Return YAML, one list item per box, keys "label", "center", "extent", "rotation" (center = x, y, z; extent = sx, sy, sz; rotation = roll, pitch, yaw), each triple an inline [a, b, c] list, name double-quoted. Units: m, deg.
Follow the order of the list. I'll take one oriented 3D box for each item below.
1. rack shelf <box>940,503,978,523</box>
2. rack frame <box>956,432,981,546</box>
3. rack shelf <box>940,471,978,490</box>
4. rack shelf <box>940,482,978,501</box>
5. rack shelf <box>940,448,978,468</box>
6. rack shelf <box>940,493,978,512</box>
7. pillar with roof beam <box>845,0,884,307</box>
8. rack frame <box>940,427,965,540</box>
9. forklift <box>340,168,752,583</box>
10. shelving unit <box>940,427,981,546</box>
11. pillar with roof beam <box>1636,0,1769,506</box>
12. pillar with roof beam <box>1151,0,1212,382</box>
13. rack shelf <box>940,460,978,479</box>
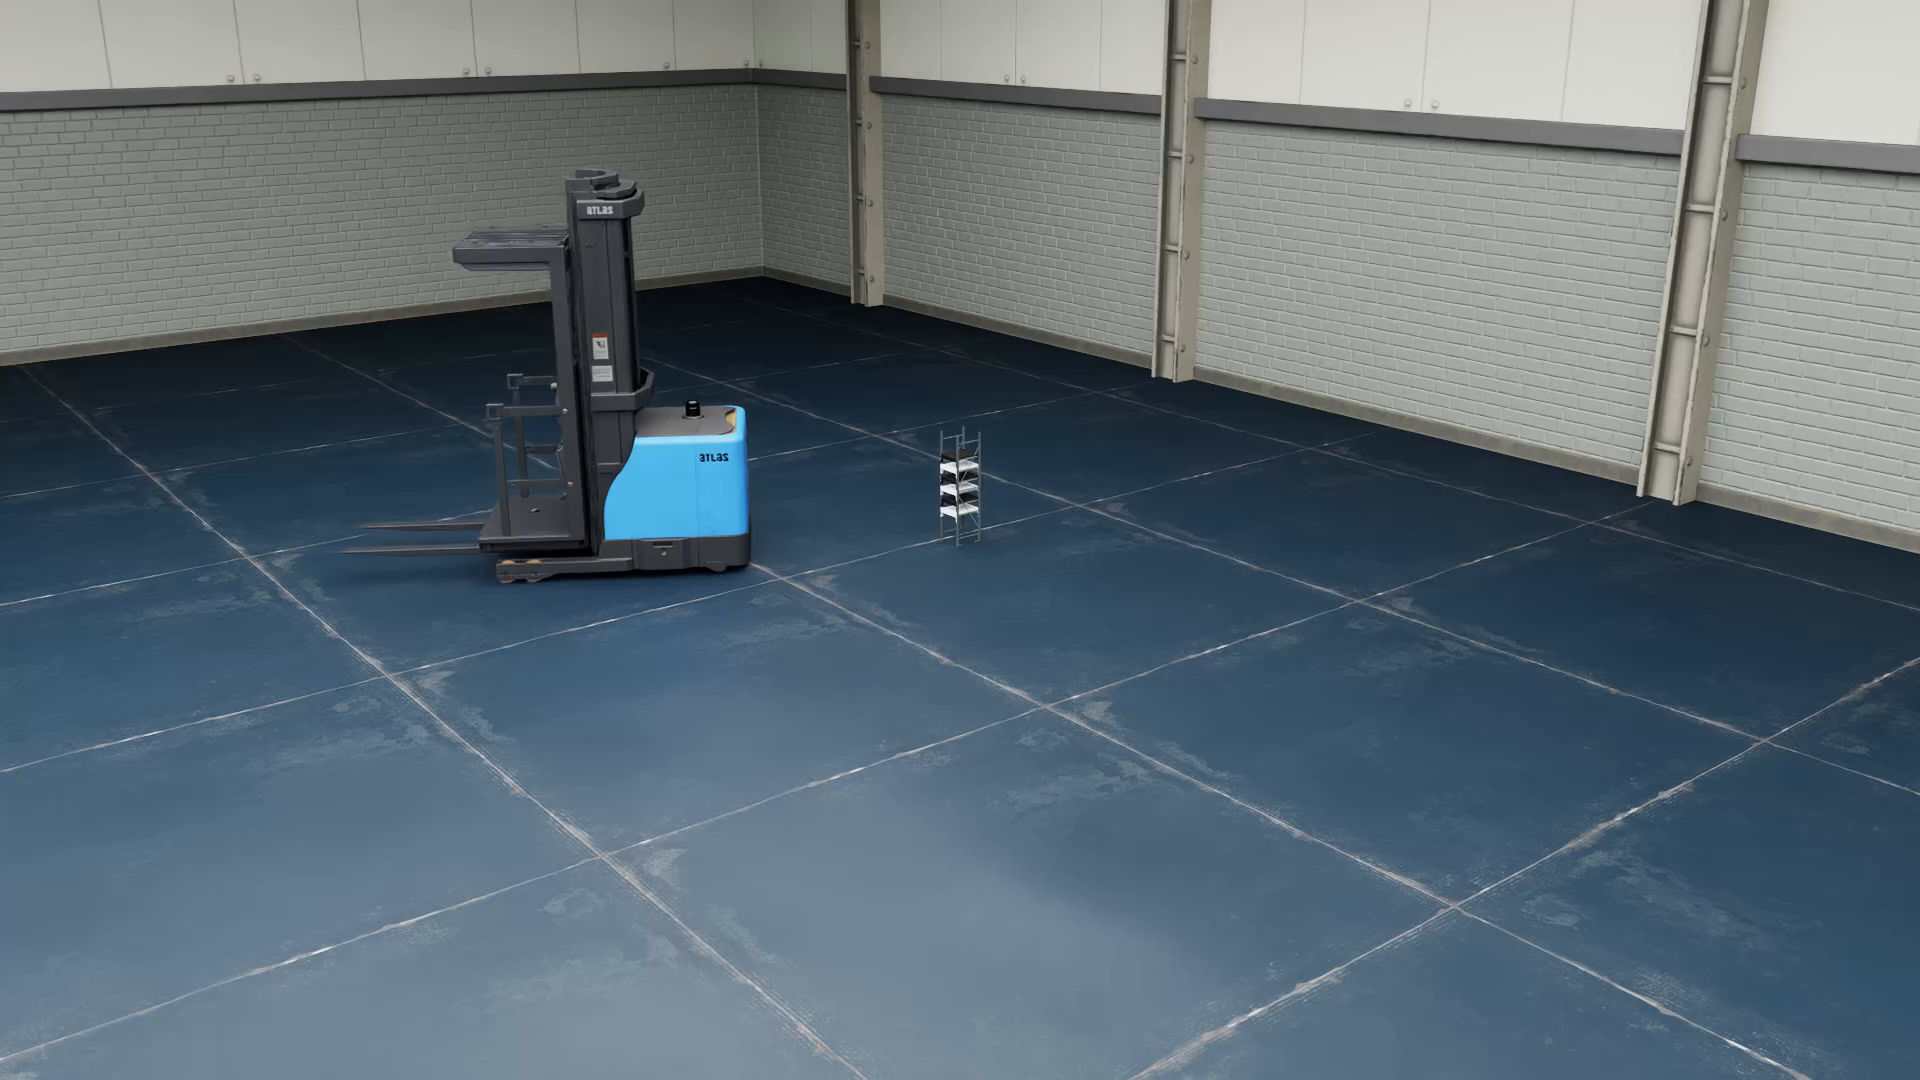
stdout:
- label: "rack shelf"
  center: [0.005, -0.223, 13.282]
  extent: [0.258, 0.077, 0.200]
  rotation: [-14, 23, -36]
- label: "rack frame"
  center: [0.068, -0.400, 13.139]
  extent: [0.240, 0.900, 0.006]
  rotation: [-14, 23, -36]
- label: "rack shelf"
  center: [0.005, -0.479, 13.197]
  extent: [0.258, 0.077, 0.200]
  rotation: [-14, 23, -36]
- label: "rack shelf"
  center: [0.005, -0.394, 13.225]
  extent: [0.258, 0.077, 0.200]
  rotation: [-14, 23, -36]
- label: "rack shelf"
  center: [0.005, -0.650, 13.141]
  extent: [0.258, 0.077, 0.200]
  rotation: [-14, 23, -36]
- label: "rack shelf"
  center: [0.005, -0.308, 13.254]
  extent: [0.258, 0.077, 0.200]
  rotation: [-14, 23, -36]
- label: "pillar with roof beam"
  center: [-4.672, -6.761, 19.465]
  extent: [9.100, 9.000, 0.400]
  rotation: [-14, 23, -36]
- label: "rack frame"
  center: [-0.058, -0.450, 13.291]
  extent: [0.240, 0.900, 0.006]
  rotation: [-14, 23, -36]
- label: "forklift"
  center: [-3.146, -1.245, 12.460]
  extent: [3.031, 2.935, 1.130]
  rotation: [-2, 18, -6]
- label: "shelving unit"
  center: [0.005, -0.425, 13.215]
  extent: [0.258, 0.900, 0.210]
  rotation: [-14, 23, -36]
- label: "pillar with roof beam"
  center: [2.778, -3.804, 10.536]
  extent: [9.100, 9.000, 0.400]
  rotation: [-14, 23, -36]
- label: "pillar with roof beam"
  center: [-0.947, -5.283, 15.000]
  extent: [9.100, 9.000, 0.400]
  rotation: [-14, 23, -36]
- label: "rack shelf"
  center: [0.005, -0.564, 13.169]
  extent: [0.258, 0.077, 0.200]
  rotation: [-14, 23, -36]
